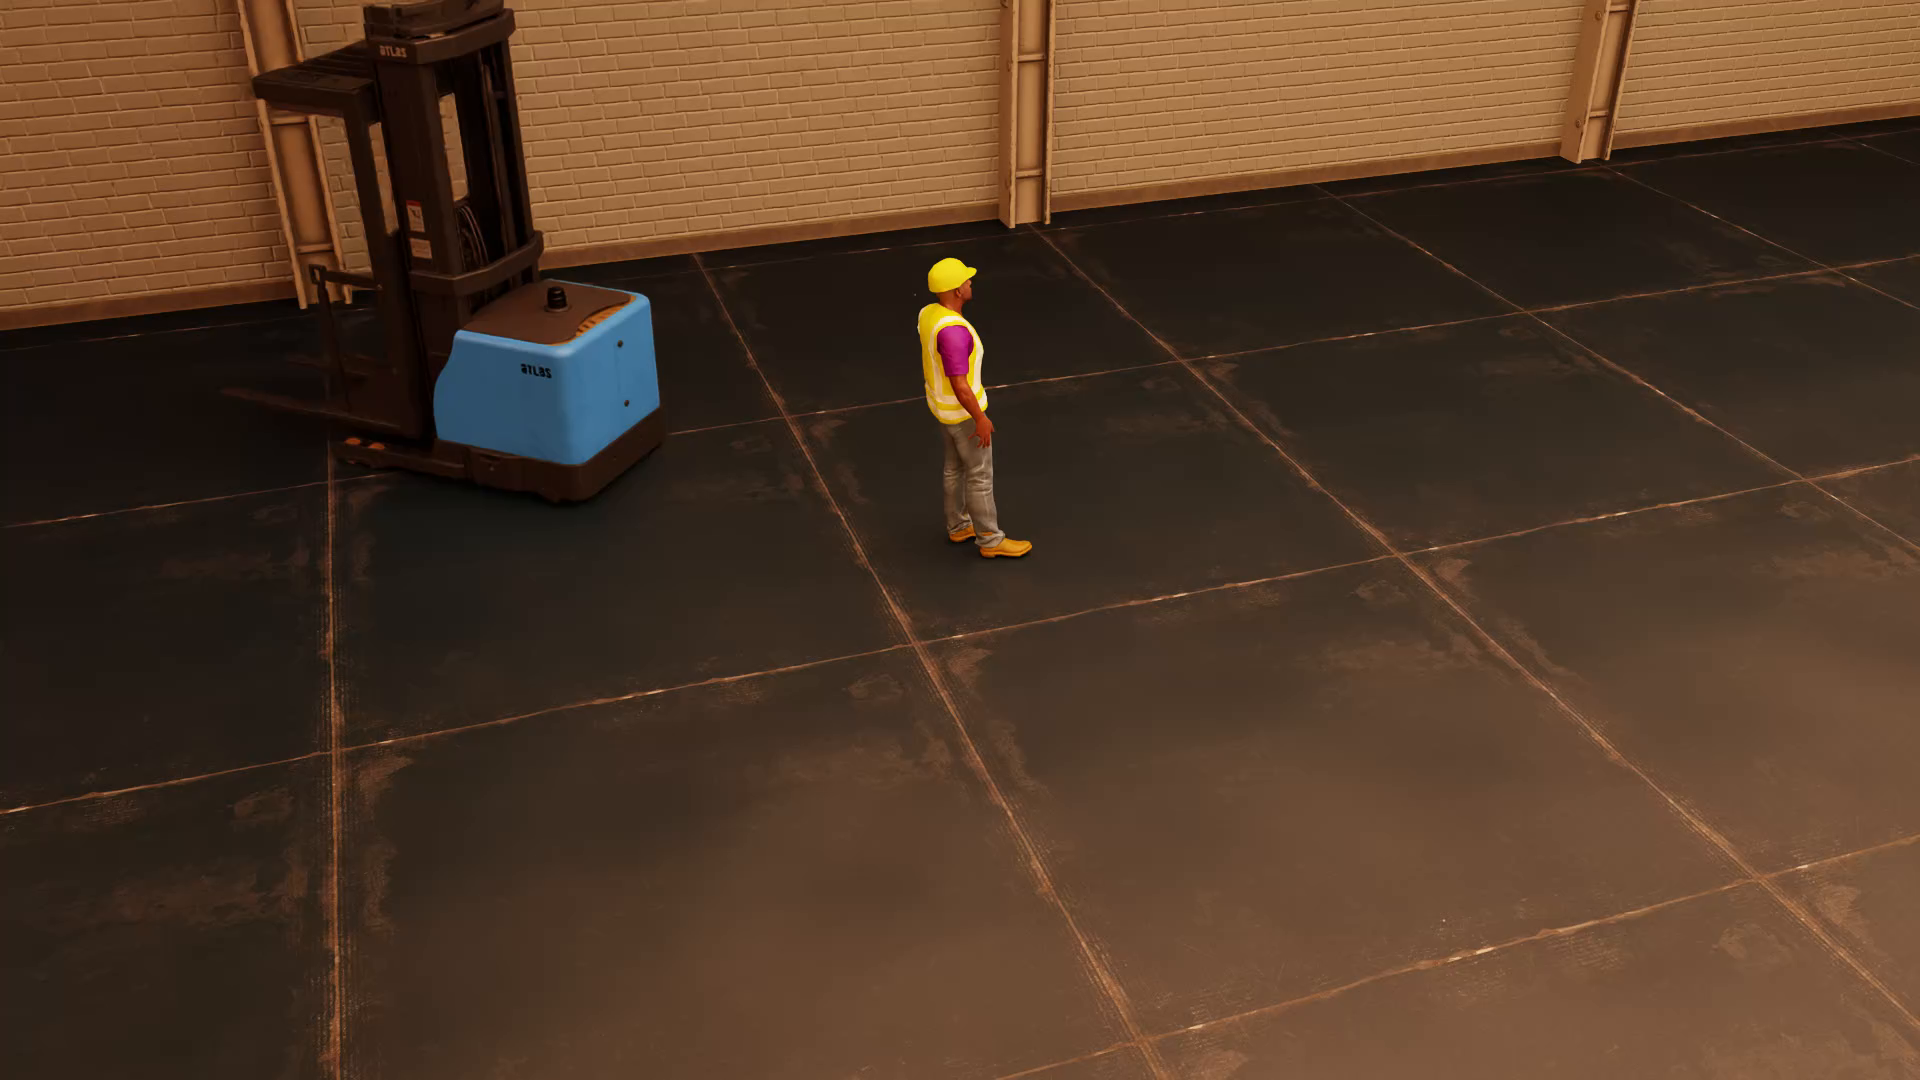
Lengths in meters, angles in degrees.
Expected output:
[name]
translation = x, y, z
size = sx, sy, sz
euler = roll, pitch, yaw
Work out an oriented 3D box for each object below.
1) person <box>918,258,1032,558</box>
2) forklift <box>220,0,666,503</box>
[person]
translation = 0.068, -0.780, 9.596
size = 0.577, 1.765, 0.666
euler = -10, 31, -16
[forklift]
translation = -3.528, -1.963, 10.499
size = 3.031, 2.935, 1.130
euler = 12, 32, 19
